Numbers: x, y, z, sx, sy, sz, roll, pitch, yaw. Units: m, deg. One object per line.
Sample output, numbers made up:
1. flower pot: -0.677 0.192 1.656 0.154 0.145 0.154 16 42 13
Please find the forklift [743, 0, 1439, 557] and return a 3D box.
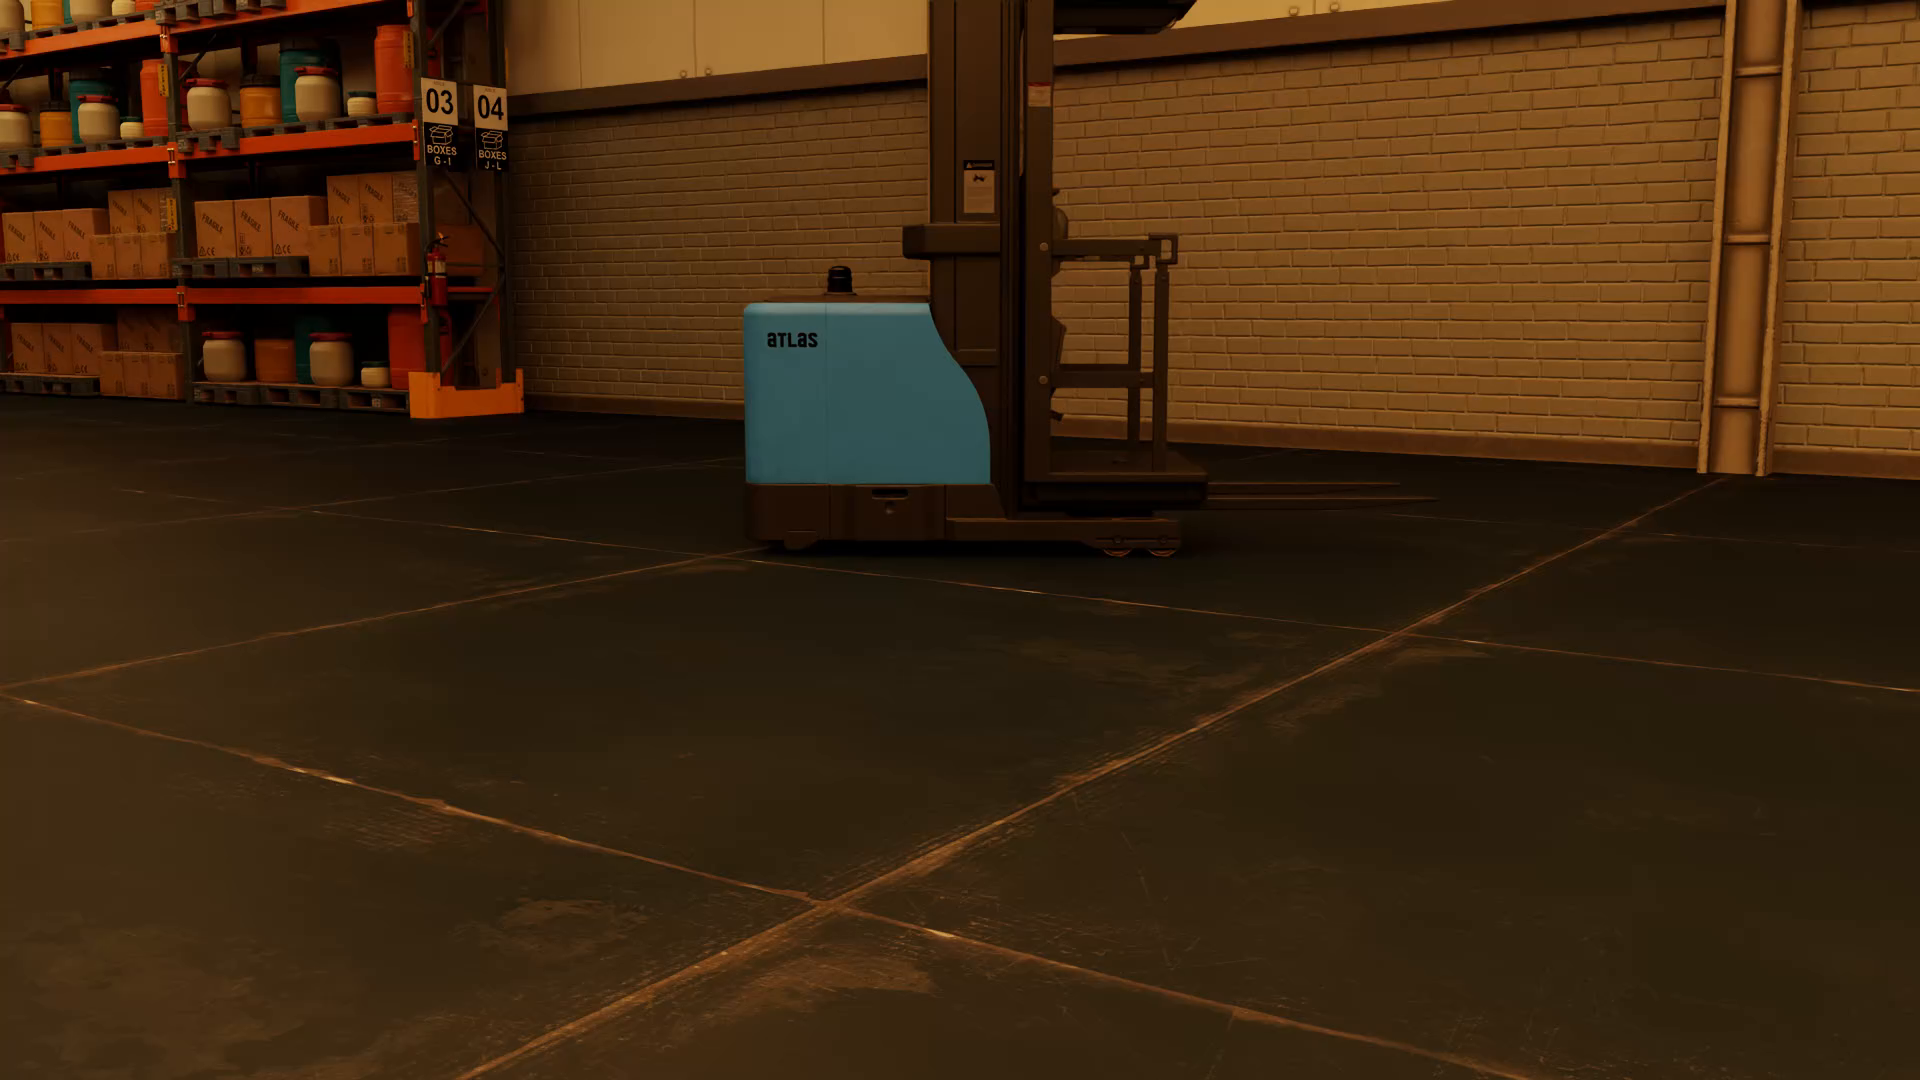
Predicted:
1. forklift: 0.579 -1.453 7.412 3.031 2.935 1.130 0 8 0
